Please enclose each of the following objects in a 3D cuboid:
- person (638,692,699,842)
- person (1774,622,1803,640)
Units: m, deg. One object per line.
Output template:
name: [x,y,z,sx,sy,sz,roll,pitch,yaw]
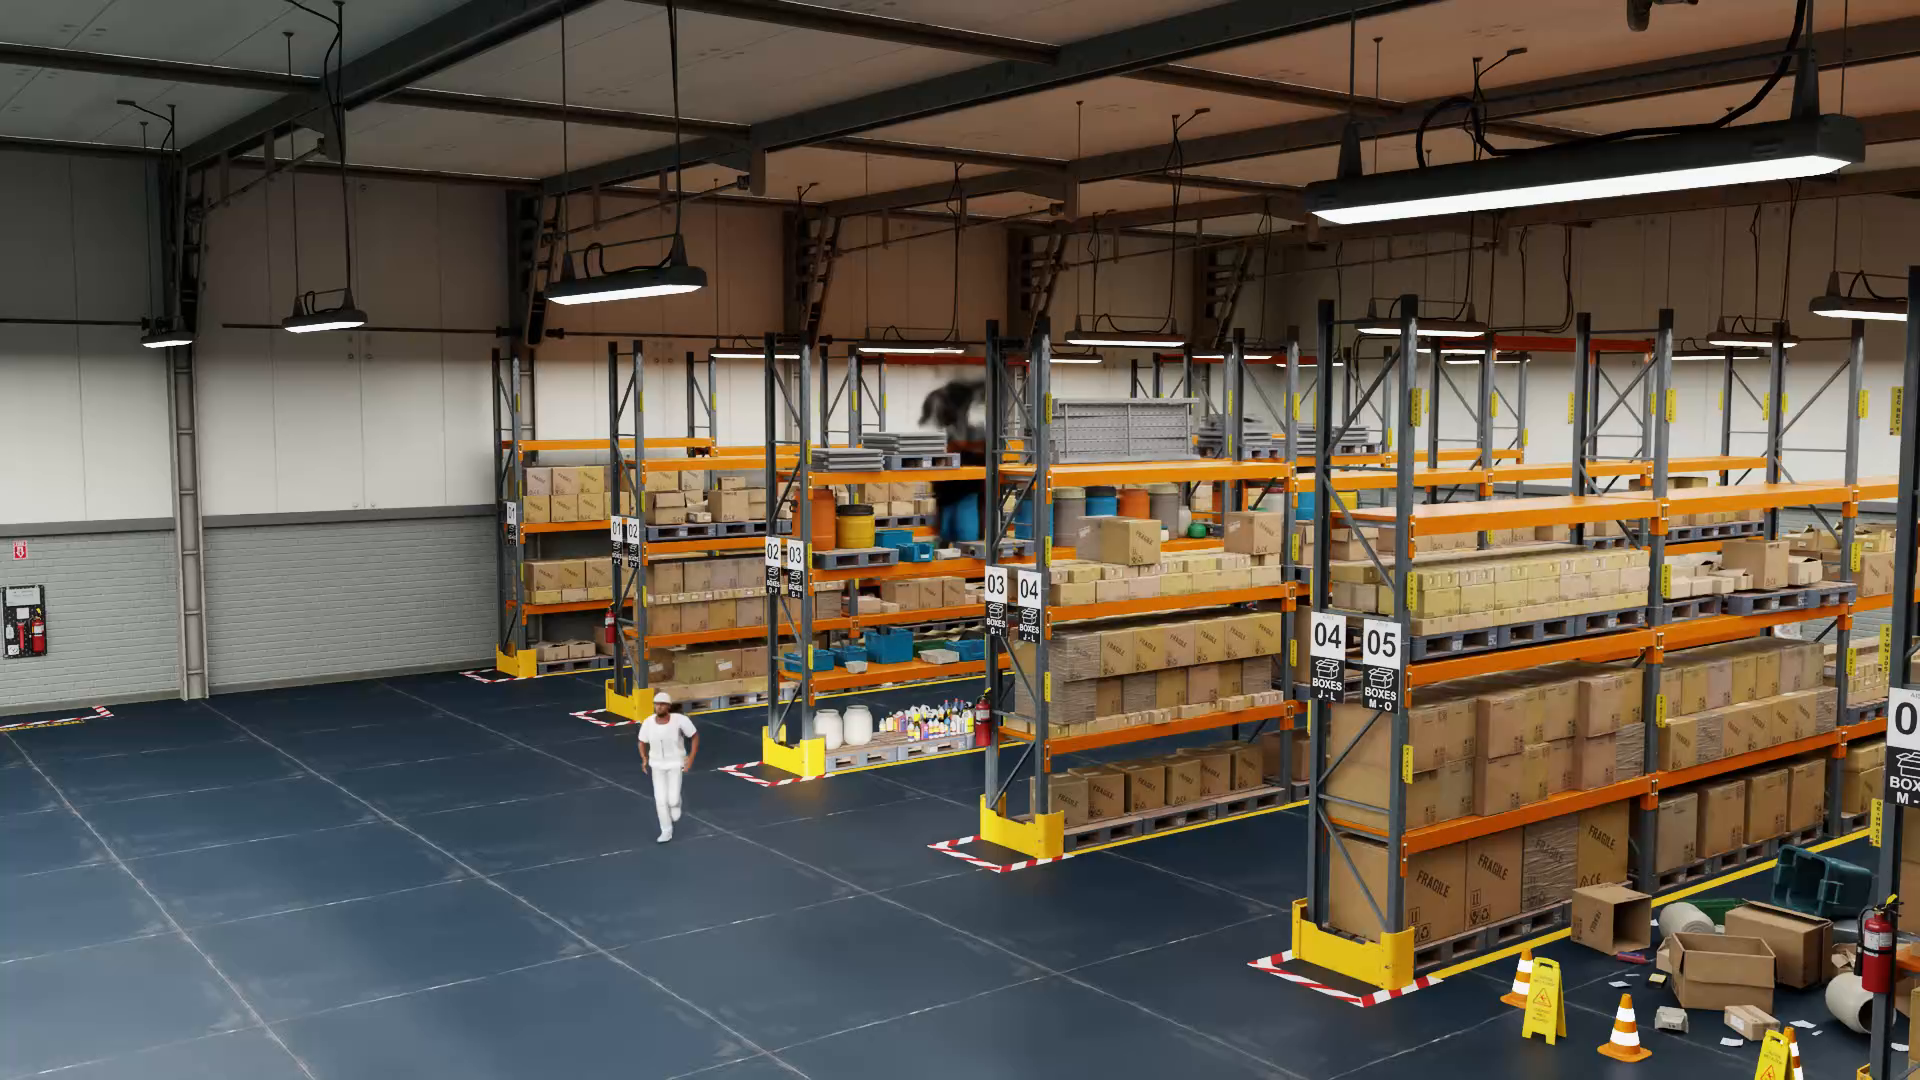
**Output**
person: [-3.387,2.611,19.332,0.710,1.740,0.650,0,5,3]
person: [14.502,1.798,29.160,0.661,1.644,0.523,-3,6,-29]
